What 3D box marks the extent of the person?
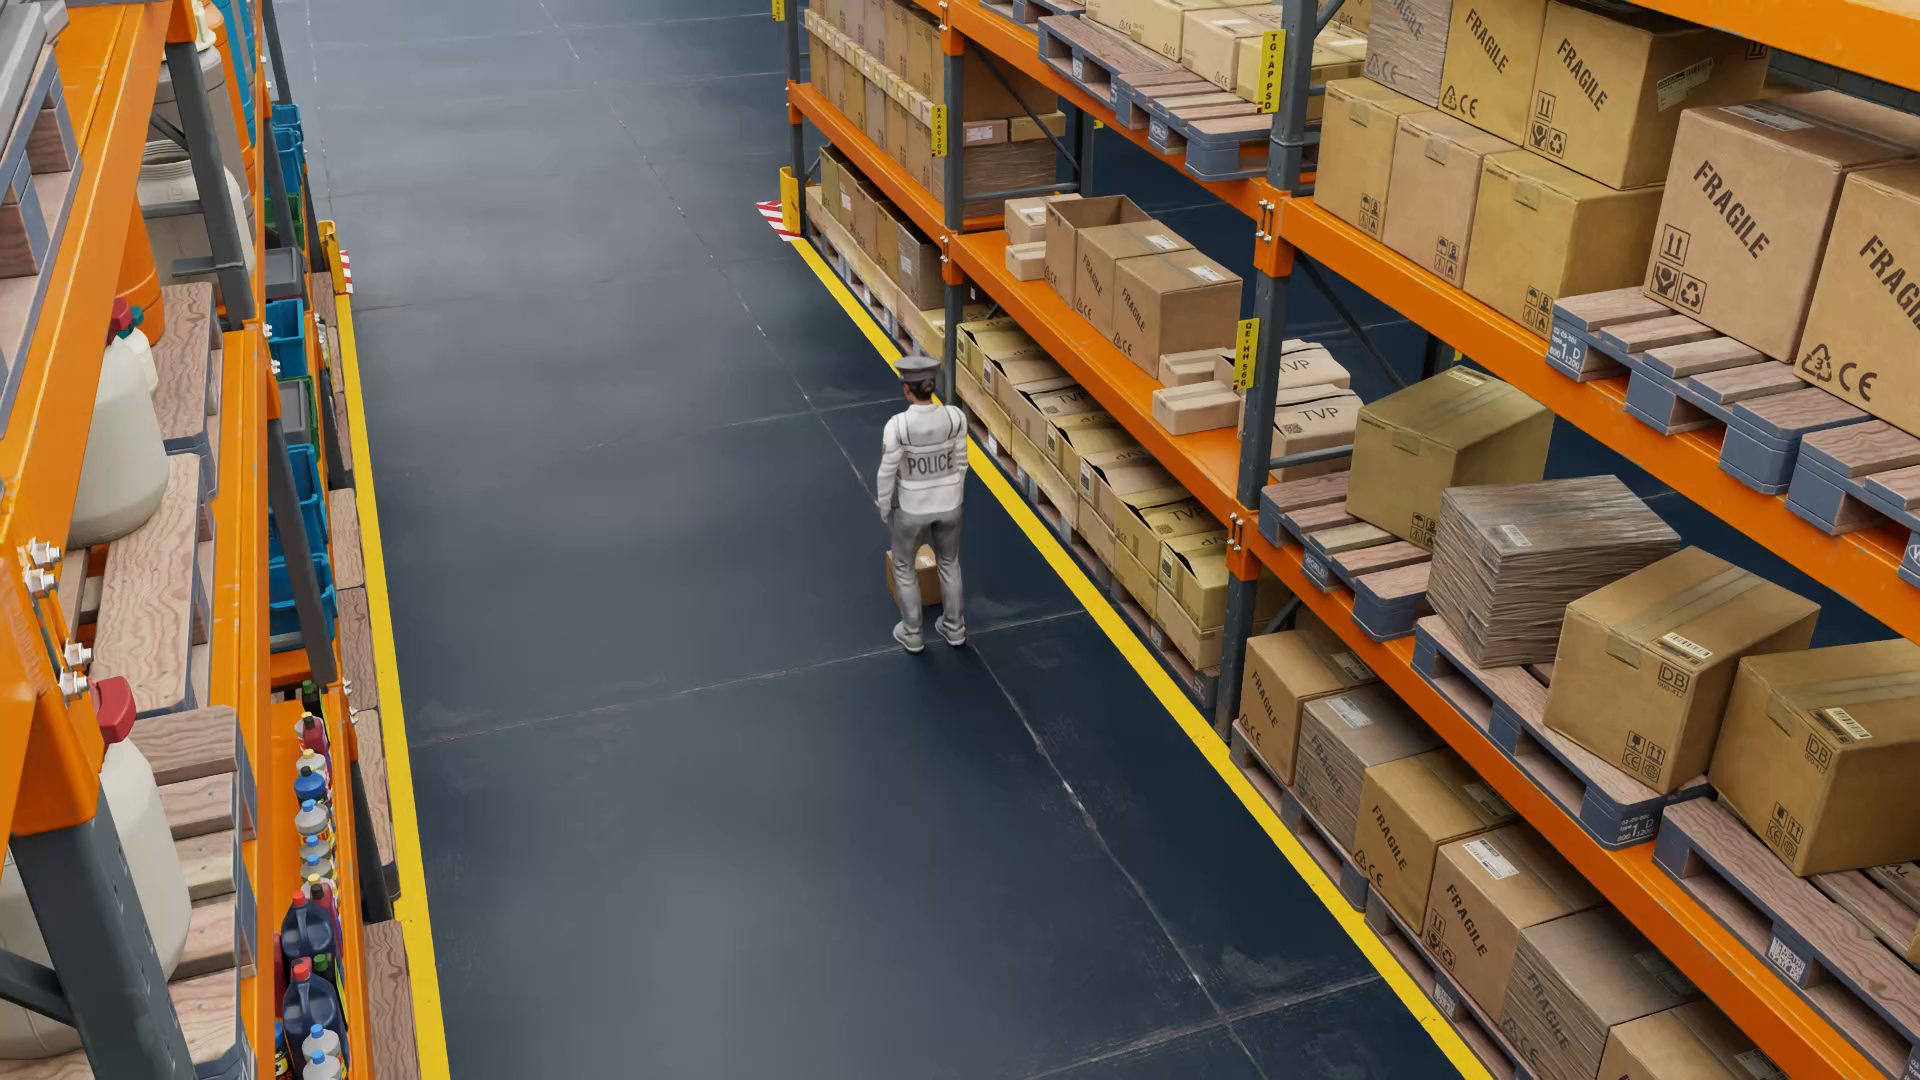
[{"bbox_3d":[-0.195,-0.169,8.653,0.482,1.657,0.366,-10,31,-16],"label":"person"}]
